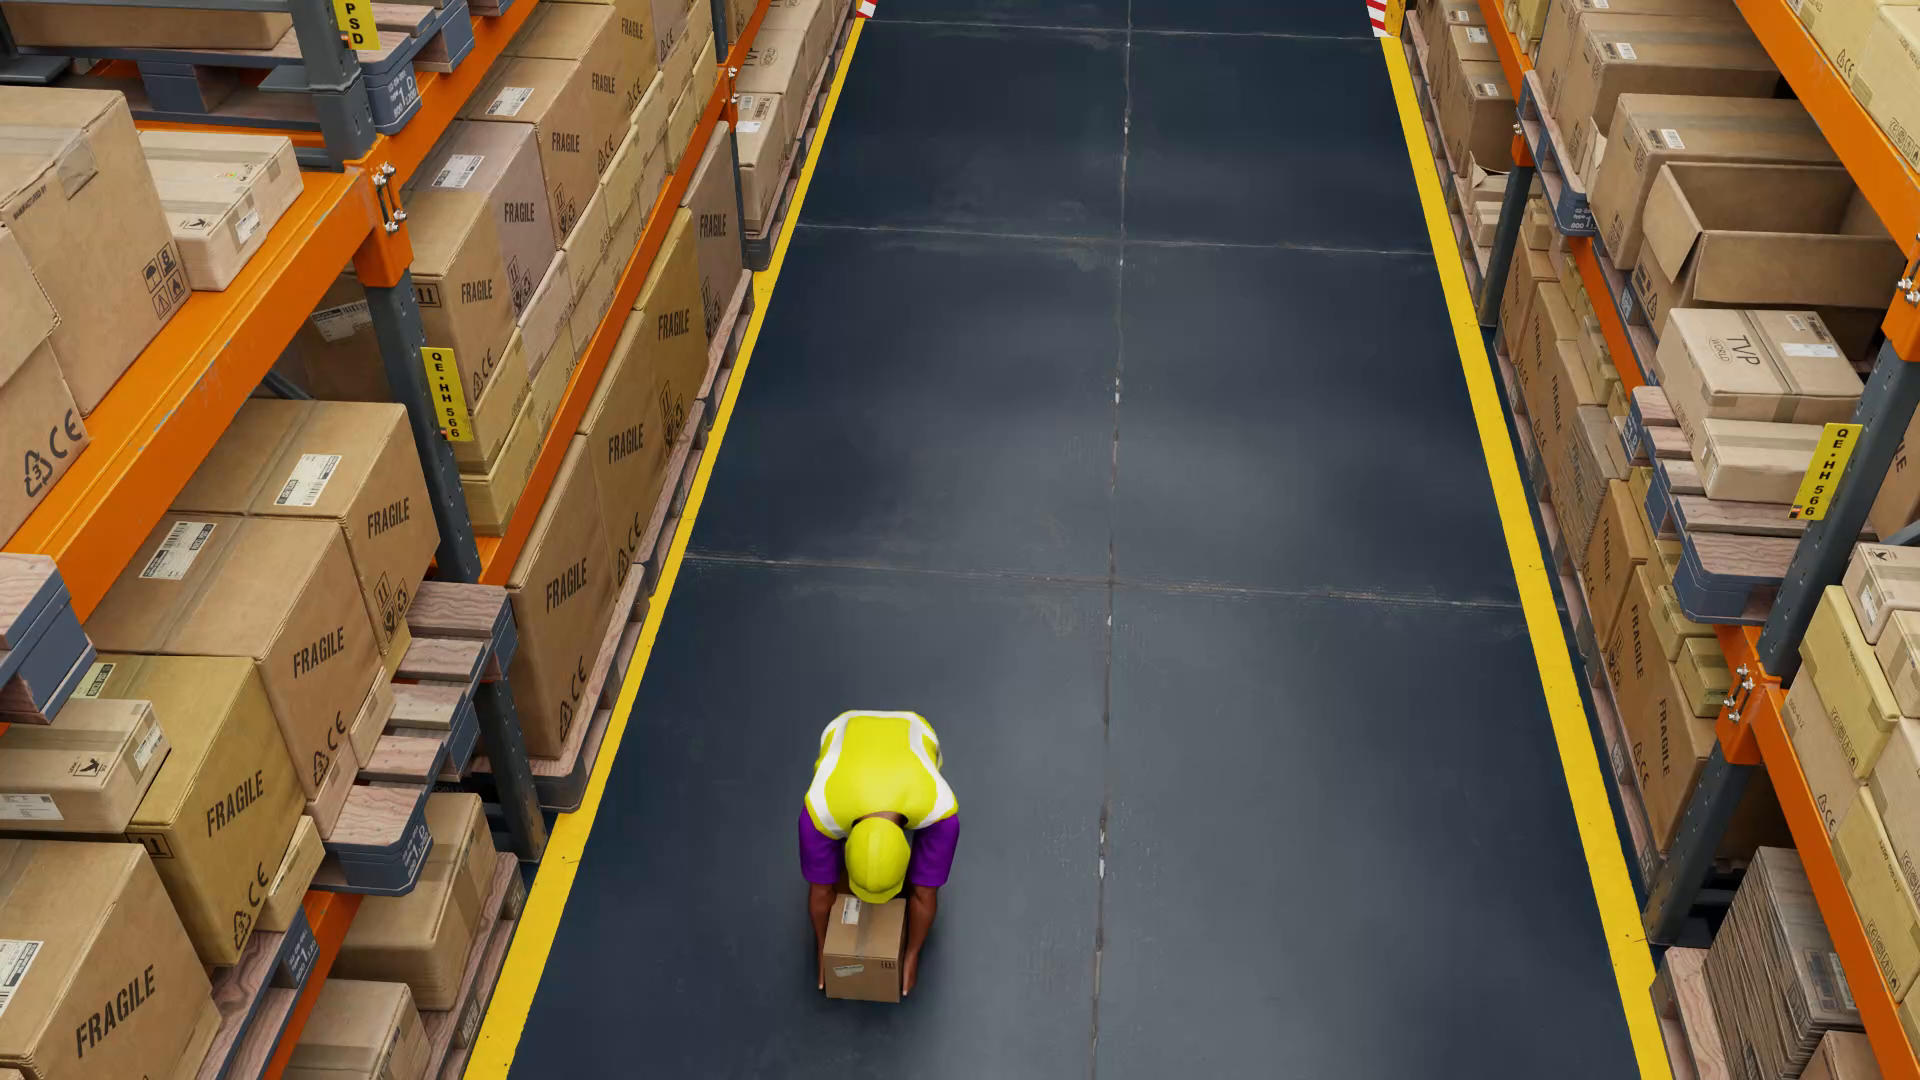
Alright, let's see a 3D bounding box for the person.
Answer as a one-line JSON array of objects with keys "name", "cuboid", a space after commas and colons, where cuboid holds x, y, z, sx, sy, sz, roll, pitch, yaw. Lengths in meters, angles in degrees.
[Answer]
[{"name": "person", "cuboid": [-0.261, 1.020, 5.730, 0.534, 0.889, 0.933, 3, 40, 3]}]
